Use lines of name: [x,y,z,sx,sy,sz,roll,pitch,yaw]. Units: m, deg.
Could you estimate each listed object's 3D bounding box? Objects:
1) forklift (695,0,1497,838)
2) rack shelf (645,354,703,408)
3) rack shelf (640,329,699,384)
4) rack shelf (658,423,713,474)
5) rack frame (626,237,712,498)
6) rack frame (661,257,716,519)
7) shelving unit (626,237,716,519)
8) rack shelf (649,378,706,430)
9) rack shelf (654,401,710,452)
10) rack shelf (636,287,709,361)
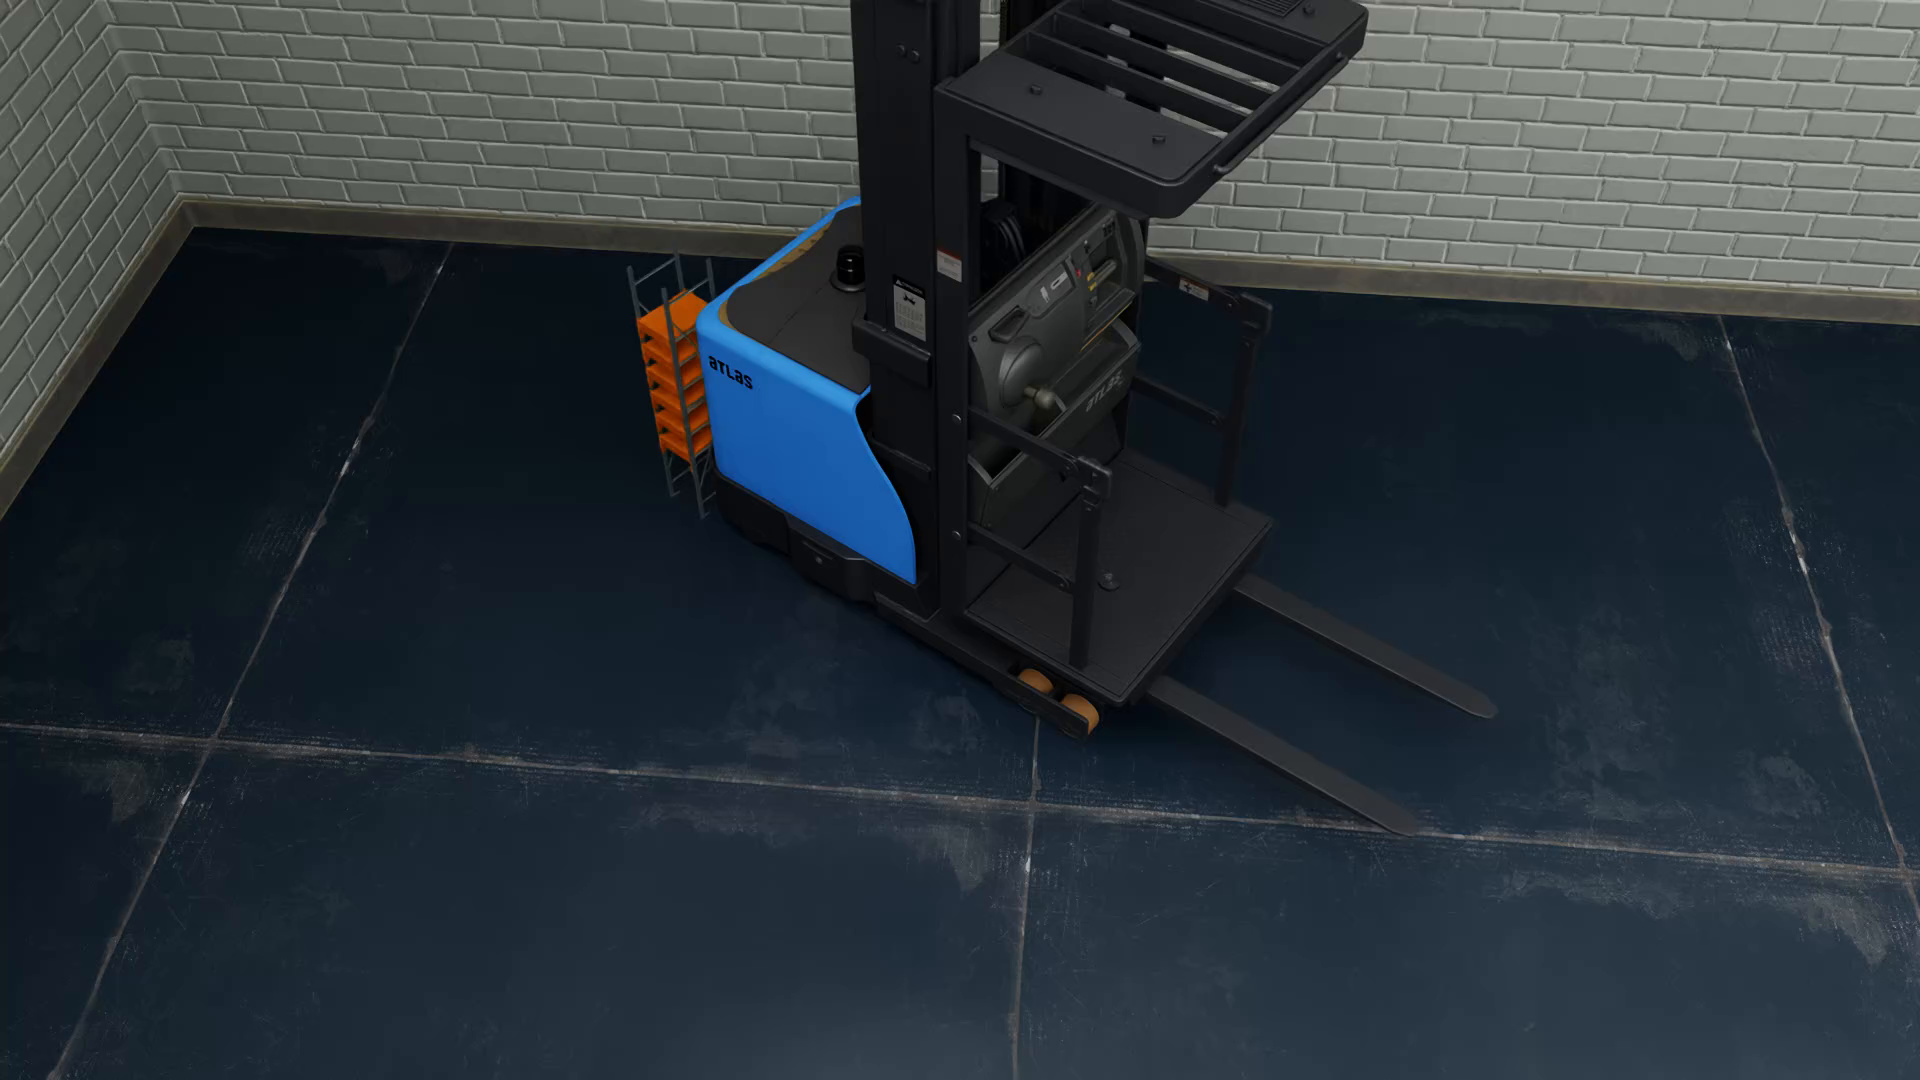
forklift: [0.498,-0.714,5.416,3.031,2.935,1.130,29,54,24]
rack shelf: [-1.057,-0.653,6.431,0.180,0.103,0.258,32,55,26]
rack shelf: [-1.058,-0.734,6.342,0.180,0.103,0.258,32,55,26]
rack shelf: [-1.056,-0.410,6.697,0.180,0.103,0.258,32,55,26]
rack frame: [-1.126,-0.646,6.527,0.006,1.200,0.240,32,55,26]
rack frame: [-0.988,-0.558,6.446,0.006,1.200,0.240,32,55,26]
shelving unit: [-1.057,-0.602,6.487,0.189,1.200,0.258,32,55,26]
rack shelf: [-1.057,-0.572,6.519,0.180,0.103,0.258,32,55,26]
rack shelf: [-1.056,-0.491,6.608,0.180,0.103,0.258,32,55,26]
rack shelf: [-1.058,-0.815,6.253,0.180,0.103,0.258,32,55,26]
